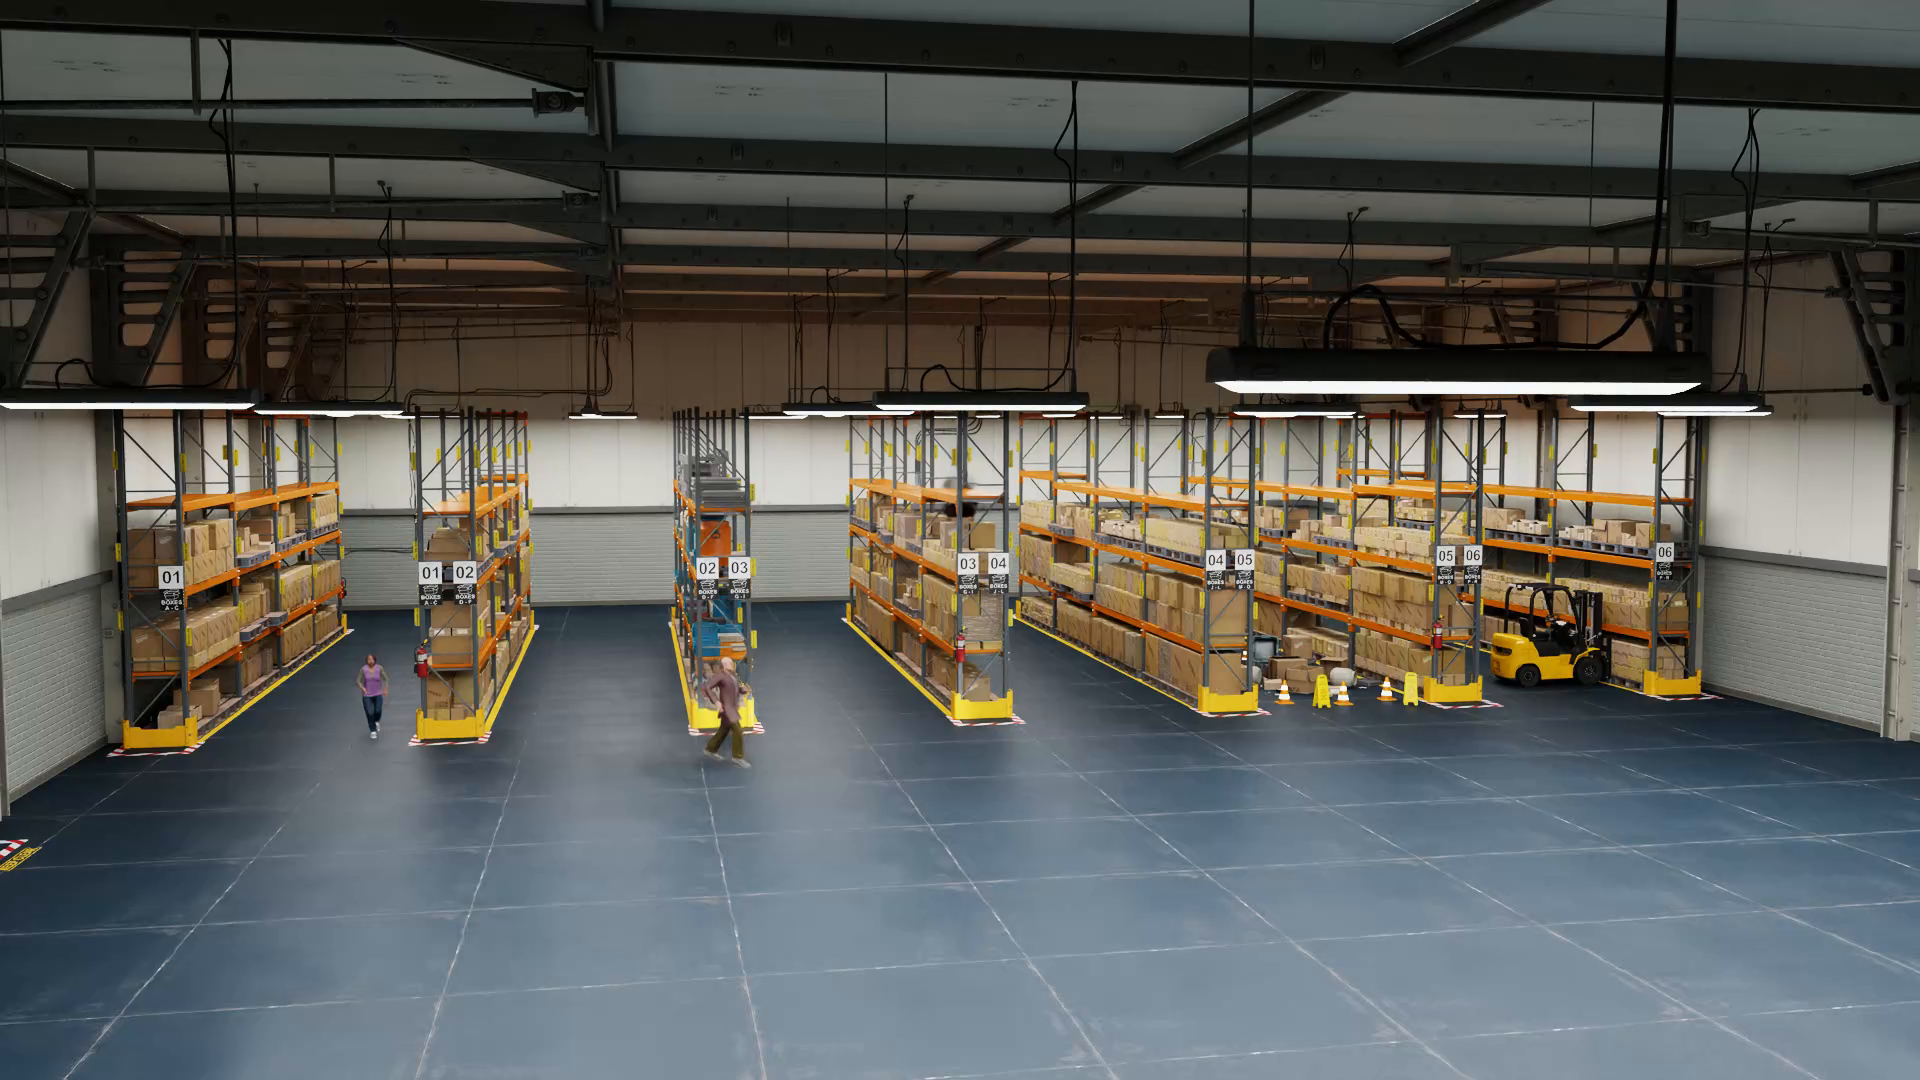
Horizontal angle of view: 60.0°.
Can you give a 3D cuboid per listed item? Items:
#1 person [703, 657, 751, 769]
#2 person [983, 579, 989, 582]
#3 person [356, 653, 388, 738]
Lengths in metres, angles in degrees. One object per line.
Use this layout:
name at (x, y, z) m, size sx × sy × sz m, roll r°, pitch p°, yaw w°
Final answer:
person at (-3.878, 2.858, 27.650) m, size 0.903 × 1.837 × 0.681 m, roll 1°, pitch 4°, yaw 11°
person at (0.819, 1.641, 46.391) m, size 0.613 × 1.608 × 0.761 m, roll -1°, pitch 4°, yaw -9°
person at (-10.625, 2.819, 30.084) m, size 0.553 × 1.555 × 0.549 m, roll -1°, pitch 4°, yaw -19°
